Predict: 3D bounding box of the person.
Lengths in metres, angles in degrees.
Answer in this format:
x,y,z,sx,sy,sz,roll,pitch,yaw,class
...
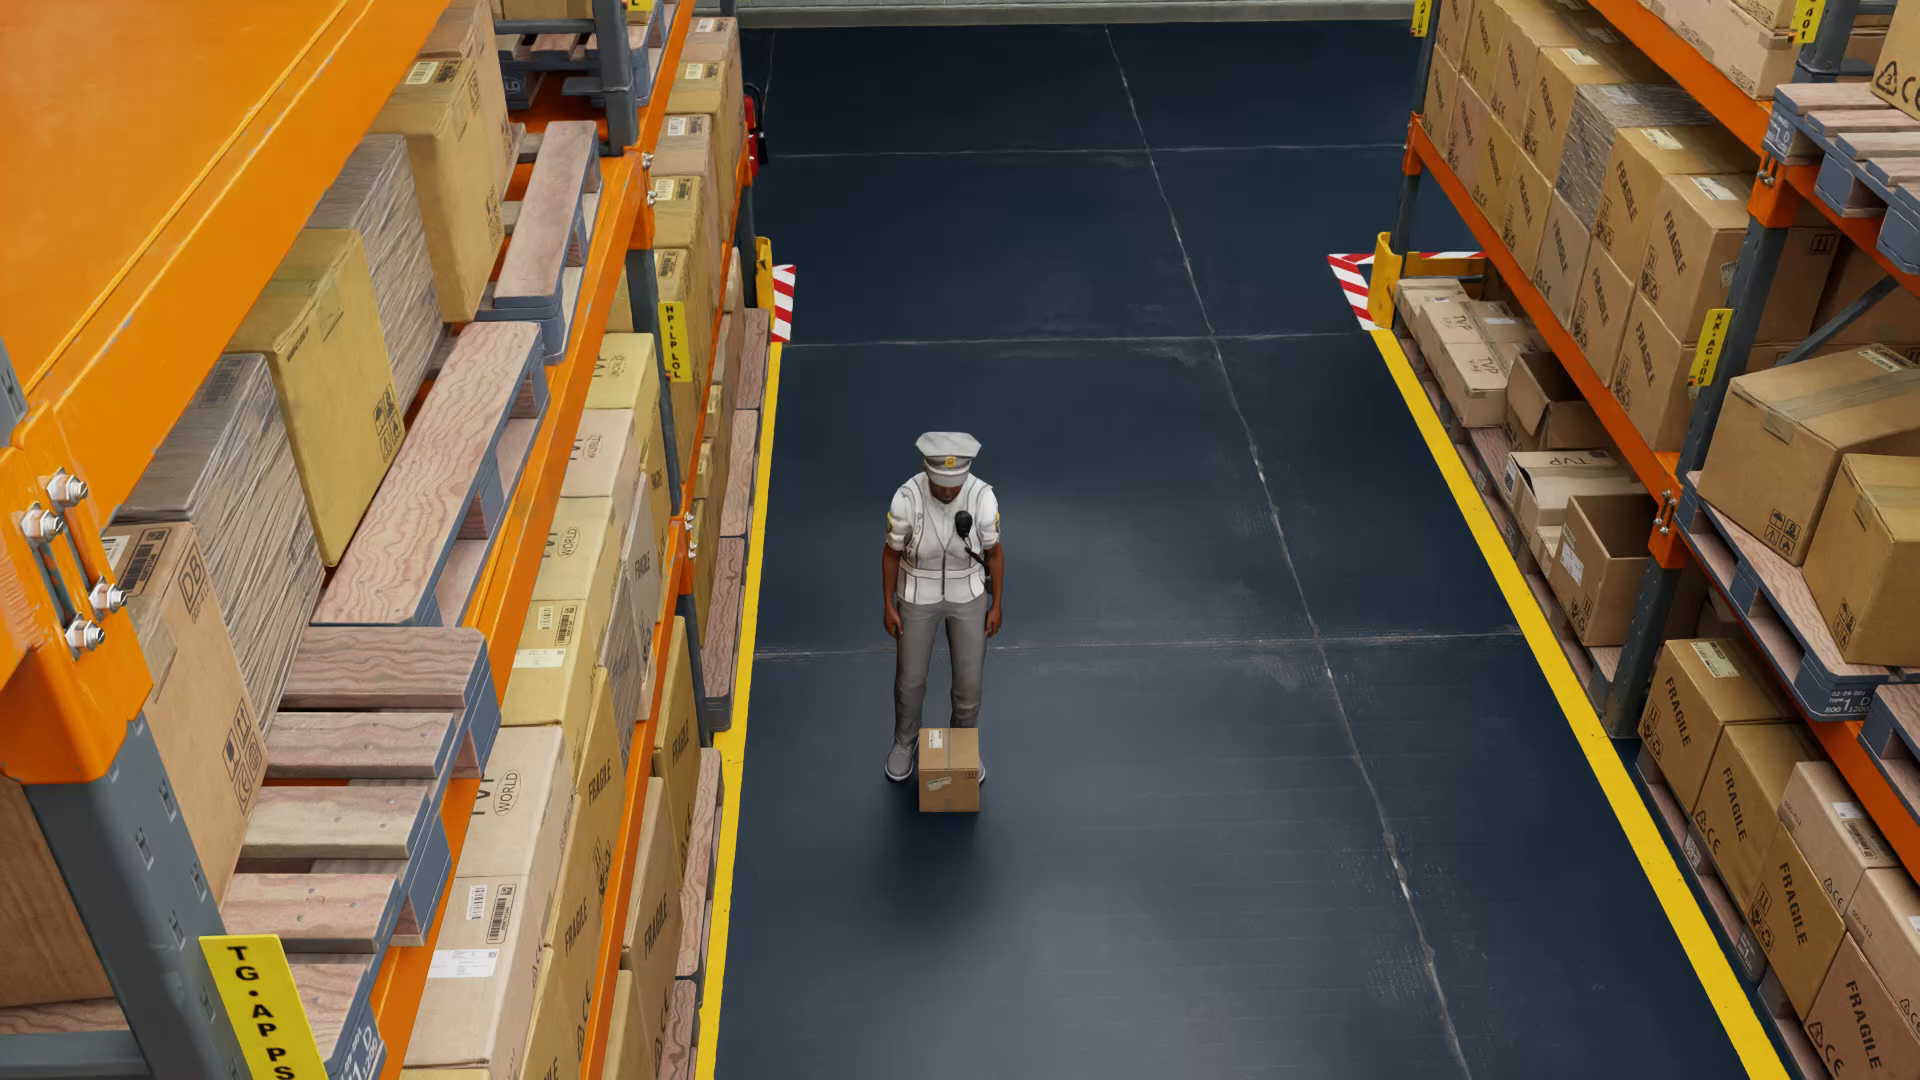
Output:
x,y,z,sx,sy,sz,roll,pitch,yaw,class
-0.076,0.269,6.768,0.499,1.659,0.405,-1,35,-2,person
